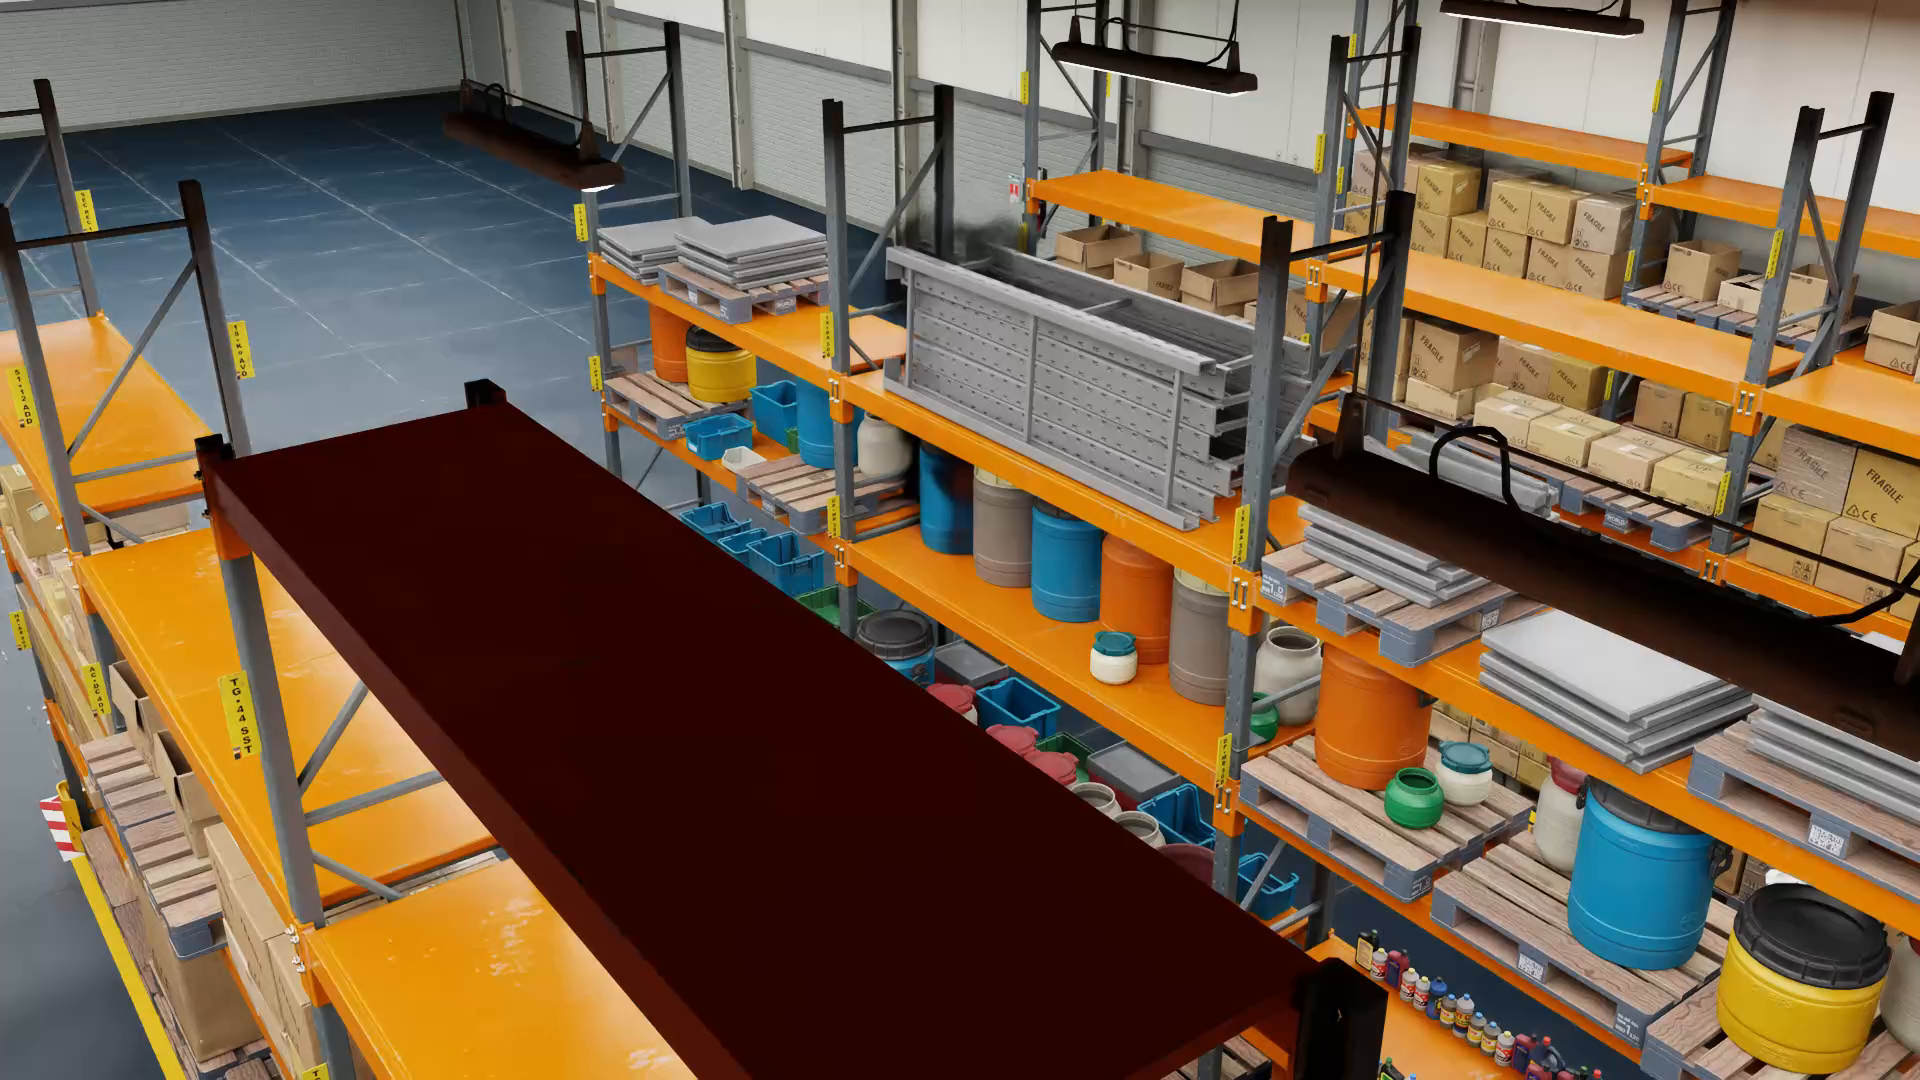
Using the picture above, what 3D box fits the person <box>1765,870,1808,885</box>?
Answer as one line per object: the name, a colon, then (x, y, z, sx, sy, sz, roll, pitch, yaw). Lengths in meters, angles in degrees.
person: (5.130, 2.848, 10.747, 0.708, 1.738, 0.555, -20, 32, -37)
